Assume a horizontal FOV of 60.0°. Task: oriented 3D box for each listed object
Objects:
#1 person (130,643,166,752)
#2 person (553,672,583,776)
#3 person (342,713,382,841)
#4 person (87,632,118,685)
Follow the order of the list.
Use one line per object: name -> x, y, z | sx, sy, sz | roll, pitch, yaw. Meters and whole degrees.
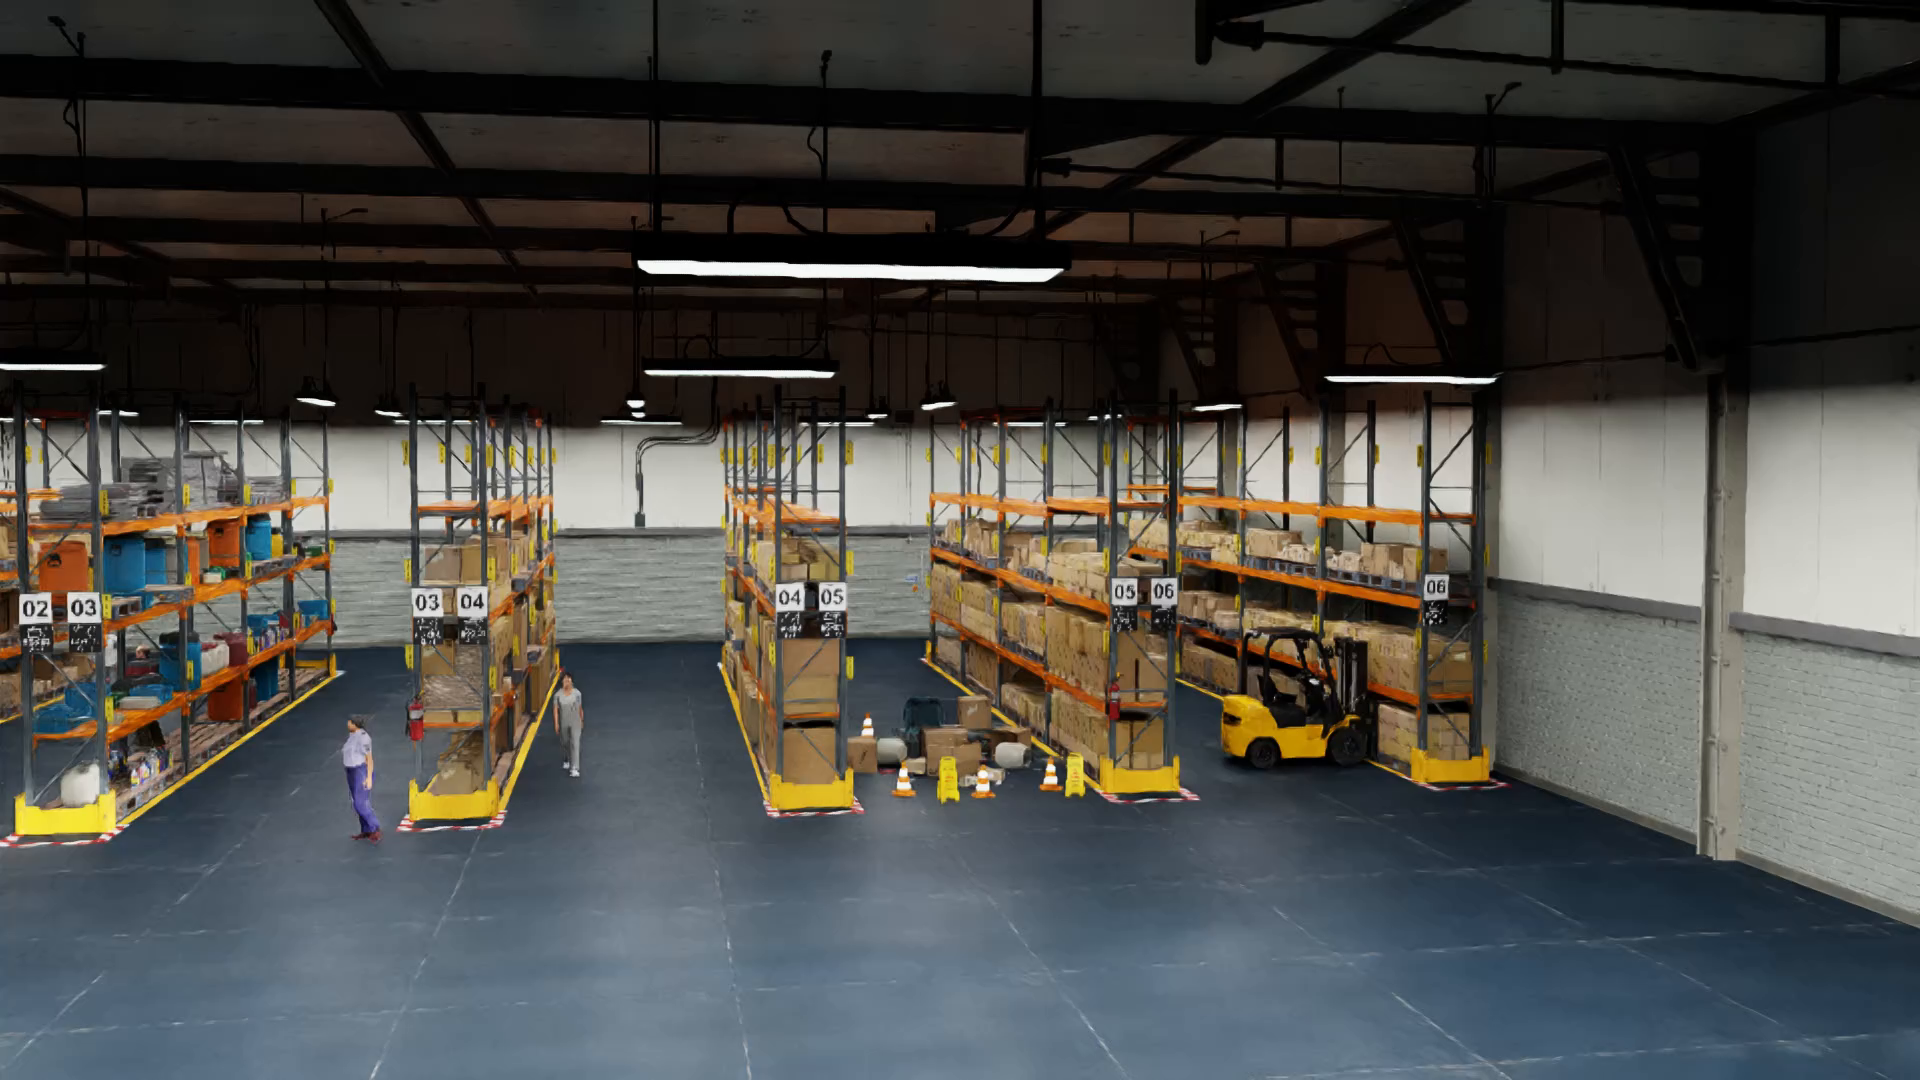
person -> -13.165, 2.555, 26.925 | 0.535, 1.772, 0.662 | -1, 3, -25
person -> -6.160, 2.866, 26.109 | 0.446, 1.590, 1.110 | 0, 3, -9
person -> -7.775, 3.077, 21.630 | 0.408, 1.641, 0.602 | -2, 4, -40
person -> -17.042, 2.466, 33.166 | 0.677, 1.726, 0.574 | -1, 3, -13
